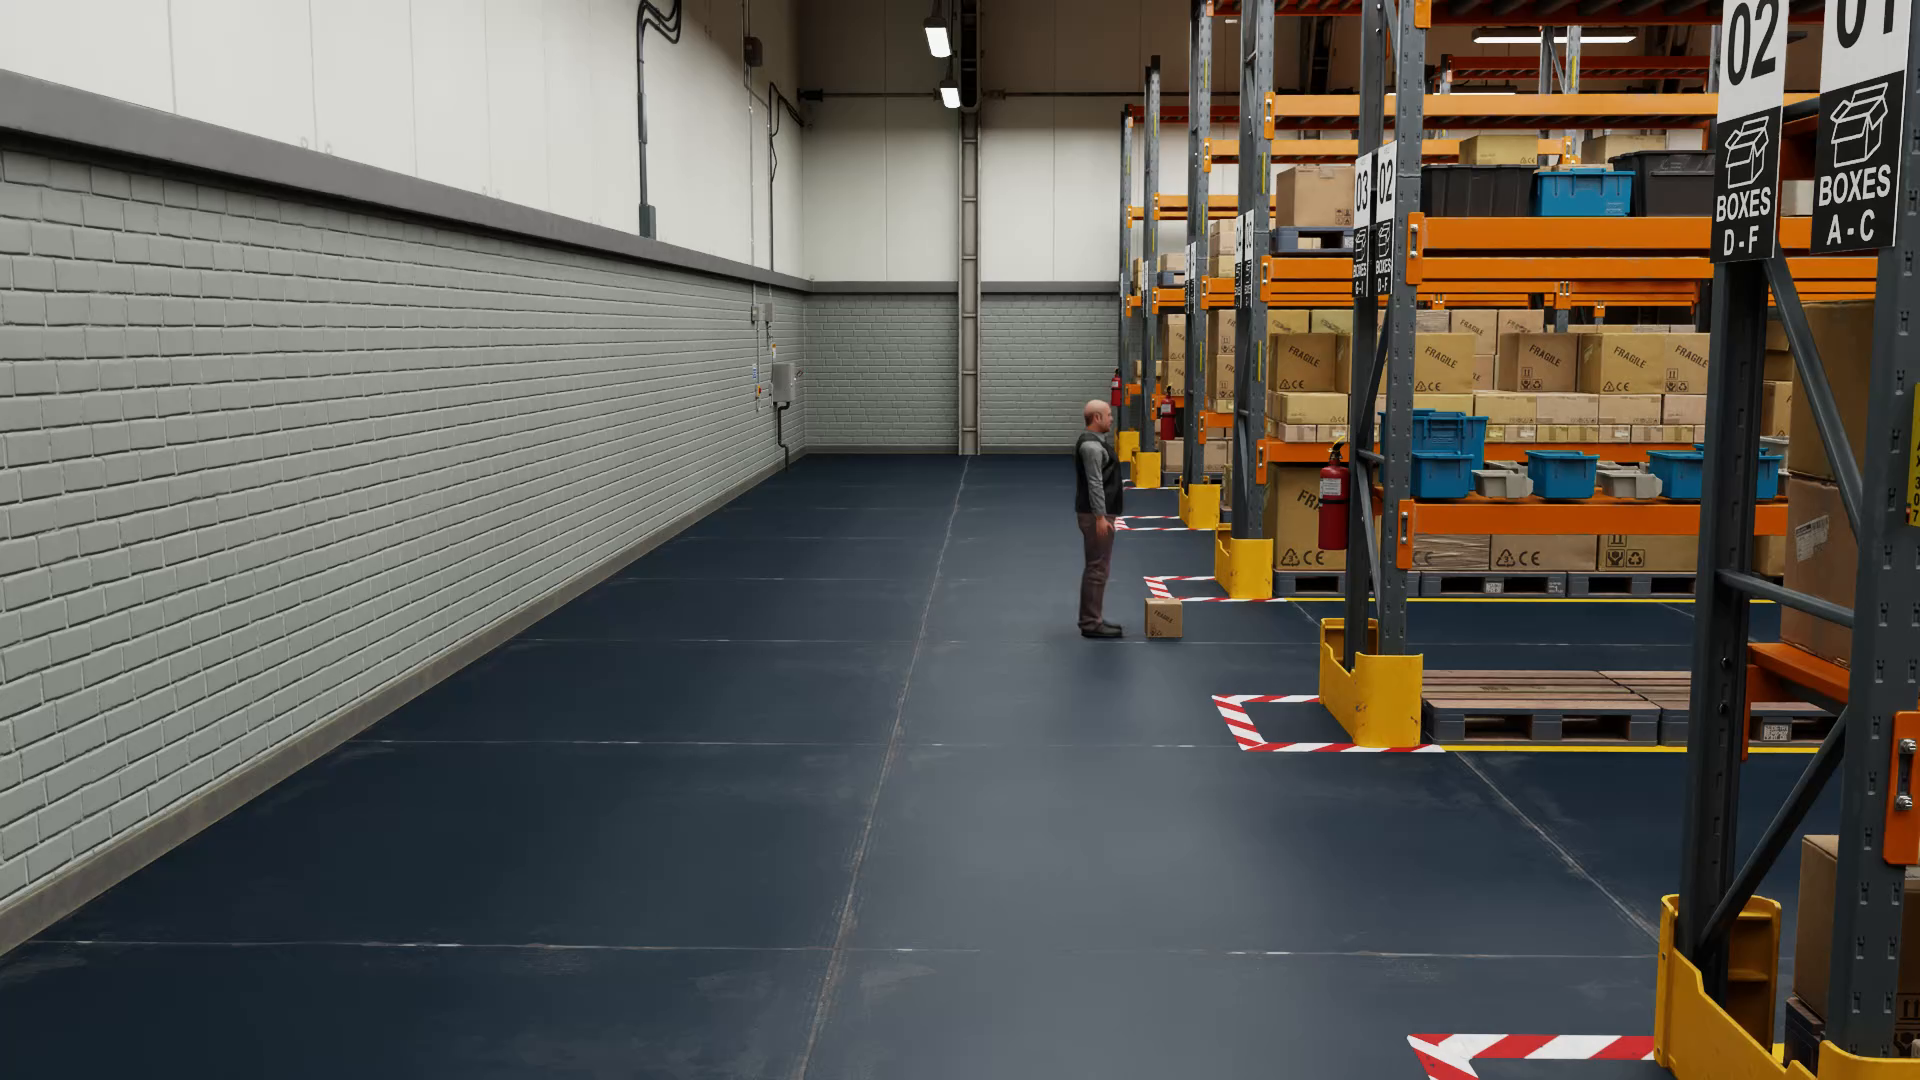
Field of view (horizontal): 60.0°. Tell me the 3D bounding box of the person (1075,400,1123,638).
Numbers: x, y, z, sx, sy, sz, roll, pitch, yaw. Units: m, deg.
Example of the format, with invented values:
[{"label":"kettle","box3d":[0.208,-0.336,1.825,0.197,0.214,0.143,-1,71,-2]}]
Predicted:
[{"label":"person","box3d":[1.015,-0.162,12.152,0.361,1.724,0.531,0,7,3]}]
